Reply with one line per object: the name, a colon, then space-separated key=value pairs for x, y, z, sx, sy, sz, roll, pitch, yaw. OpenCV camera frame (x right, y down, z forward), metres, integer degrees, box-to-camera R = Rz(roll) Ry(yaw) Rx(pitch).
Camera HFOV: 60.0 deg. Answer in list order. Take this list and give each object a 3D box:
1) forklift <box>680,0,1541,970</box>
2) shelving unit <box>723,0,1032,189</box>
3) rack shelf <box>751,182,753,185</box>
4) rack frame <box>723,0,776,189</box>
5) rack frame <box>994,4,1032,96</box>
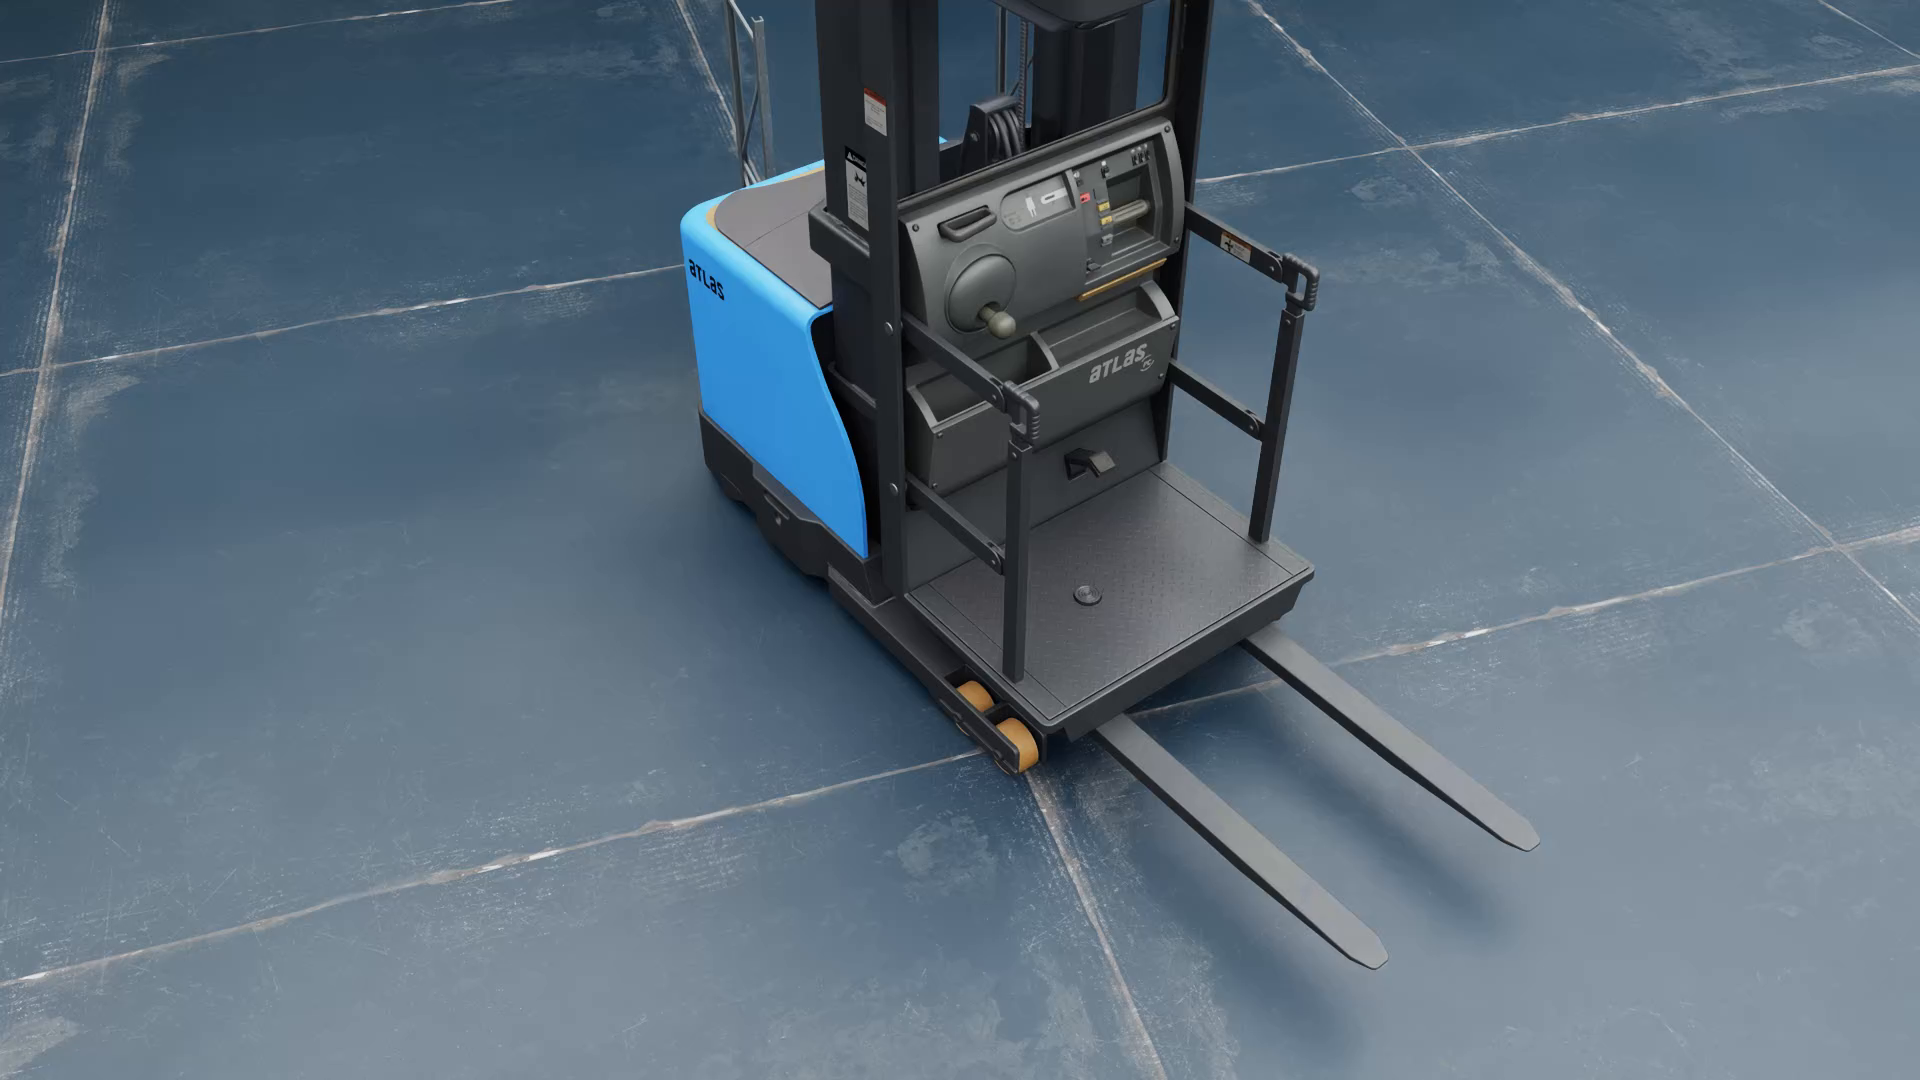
forklift: x=0.381 y=-0.779 z=4.414 sx=1.130 sy=2.935 sz=3.031 roll=-27 pitch=48 yaw=-27
shelving unit: x=-0.252 y=-1.376 z=6.182 sx=1.048 sy=1.500 sz=0.538 roll=-13 pitch=42 yaw=-14
rack shelf: x=-0.252 y=-1.240 z=6.299 sx=1.000 sy=0.185 sz=0.538 roll=-13 pitch=42 yaw=-14
rack frame: x=-0.732 y=-1.265 z=6.055 sx=0.032 sy=1.500 sz=0.500 roll=-13 pitch=42 yaw=-14
rack frame: x=0.227 y=-1.487 z=6.308 sx=0.032 sy=1.500 sz=0.500 roll=-13 pitch=42 yaw=-14
